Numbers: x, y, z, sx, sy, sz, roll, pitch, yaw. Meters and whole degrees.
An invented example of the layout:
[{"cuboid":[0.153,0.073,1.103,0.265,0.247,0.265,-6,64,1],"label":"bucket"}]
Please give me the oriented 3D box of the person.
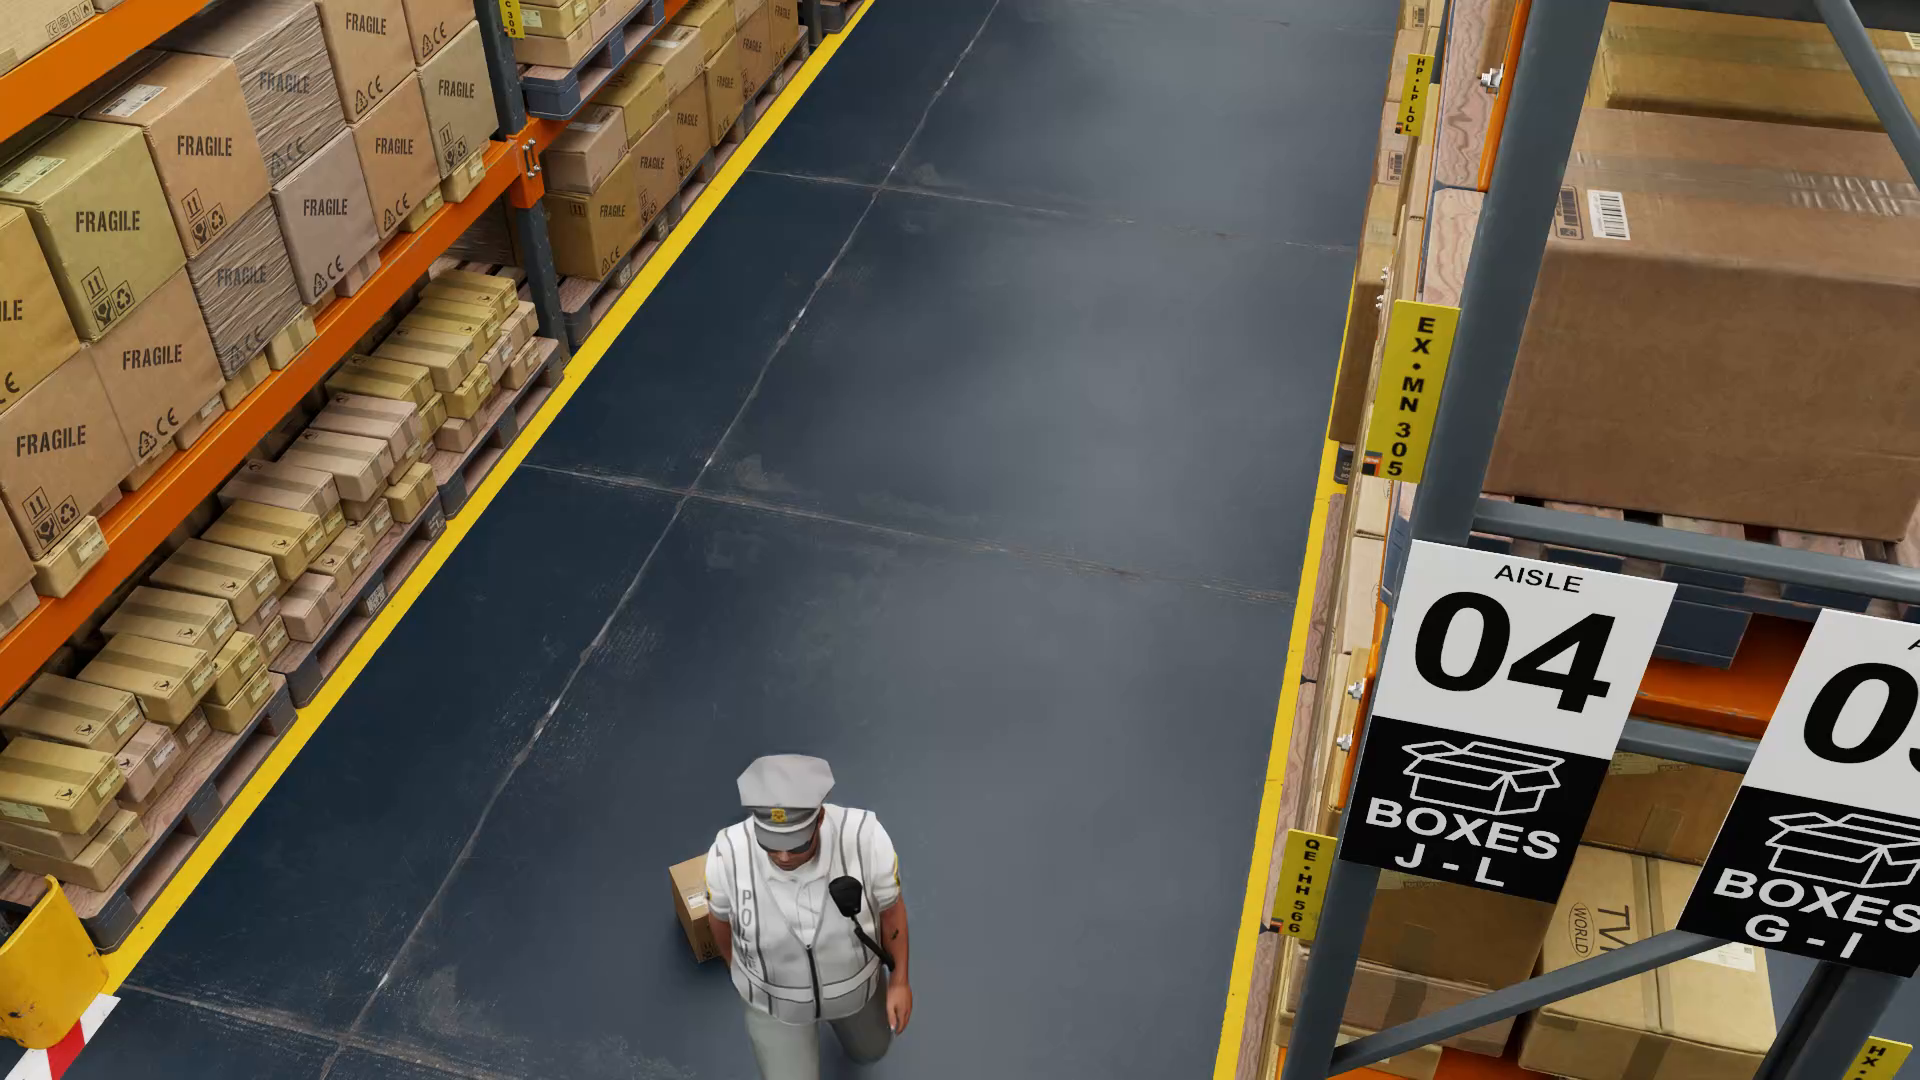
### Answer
[{"cuboid":[-0.427,1.181,4.757,0.538,1.717,0.889,-9,41,-10],"label":"person"}]
